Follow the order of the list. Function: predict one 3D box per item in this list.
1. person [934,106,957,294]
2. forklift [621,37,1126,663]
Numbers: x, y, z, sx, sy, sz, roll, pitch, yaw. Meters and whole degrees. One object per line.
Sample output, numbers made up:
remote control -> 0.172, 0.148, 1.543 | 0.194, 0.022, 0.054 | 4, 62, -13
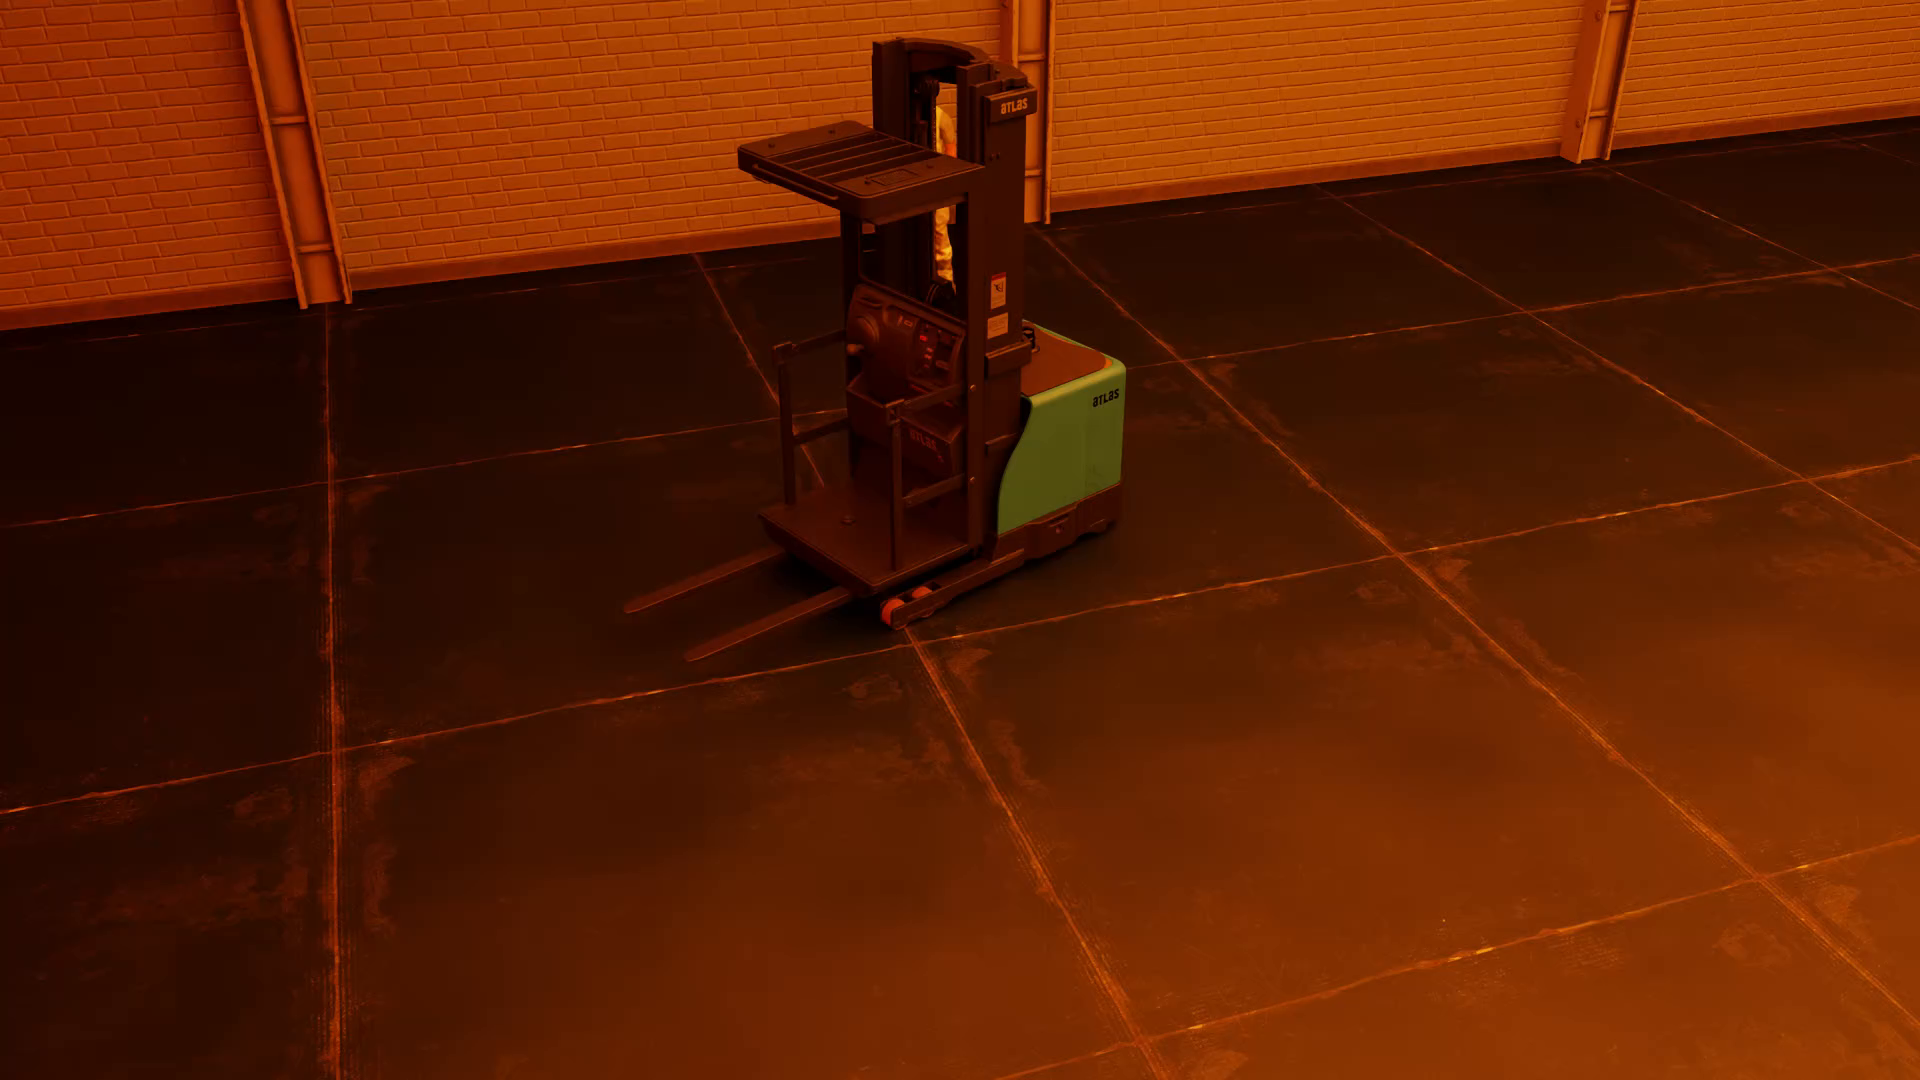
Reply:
person -> -0.335, -2.799, 13.109 | 0.659, 1.780, 0.458 | -2, 30, -3
forklift -> -0.461, -1.072, 8.951 | 3.031, 2.935, 1.130 | -23, 37, -34
